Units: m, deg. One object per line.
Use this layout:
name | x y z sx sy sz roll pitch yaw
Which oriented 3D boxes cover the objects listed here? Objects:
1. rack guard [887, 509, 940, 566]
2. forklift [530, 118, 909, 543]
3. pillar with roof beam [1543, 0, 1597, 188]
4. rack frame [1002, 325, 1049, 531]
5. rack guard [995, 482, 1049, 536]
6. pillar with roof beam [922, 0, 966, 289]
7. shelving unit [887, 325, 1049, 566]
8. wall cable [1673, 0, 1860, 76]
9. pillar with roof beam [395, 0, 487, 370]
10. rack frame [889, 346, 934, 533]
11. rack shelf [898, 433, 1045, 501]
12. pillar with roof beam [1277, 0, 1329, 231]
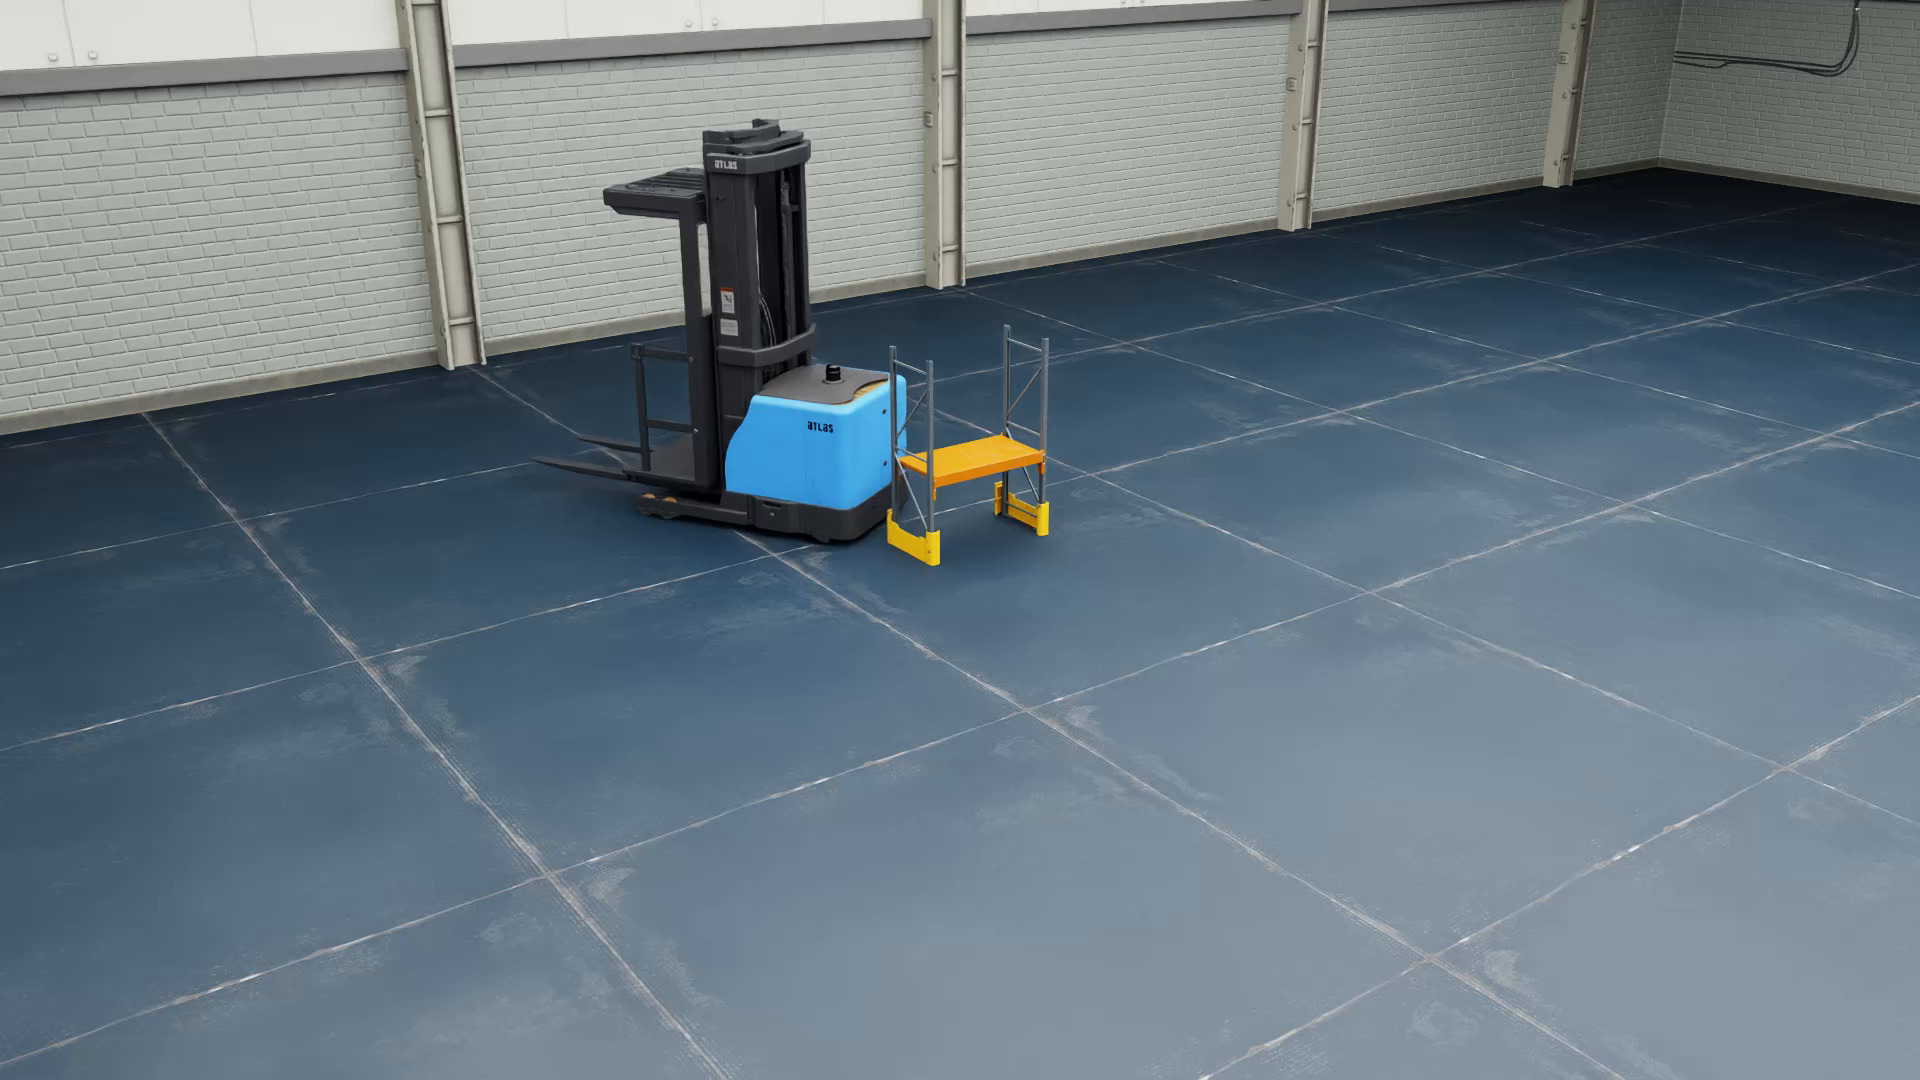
rack guard | -0.342 -0.025 12.121 0.087 0.250 0.587 -15 26 -33
forklift | -1.958 -1.688 12.671 3.031 2.935 1.130 10 24 23
pillar with roof beam | 12.075 -8.571 21.733 0.400 9.000 9.100 -15 26 -33
rack frame | 0.482 -0.825 12.440 0.032 1.500 0.500 -15 26 -33
rack guard | 0.466 -0.240 12.662 0.087 0.250 0.587 -15 26 -33
pillar with roof beam | 2.334 -5.973 15.224 0.400 9.000 9.100 -15 26 -33
shelving unit | 0.062 -0.713 12.160 1.083 1.500 0.587 -15 26 -33
wall cable | 12.725 -8.663 26.155 0.112 2.526 3.097 -15 26 -33
pillar with roof beam | -2.536 -4.675 11.969 0.400 9.000 9.100 -15 26 -33
rack frame | -0.343 -0.605 11.889 0.032 1.500 0.500 -15 26 -33
rack shelf | 0.069 -0.548 12.231 1.000 0.185 0.538 -15 26 -33
pillar with roof beam | 7.205 -7.272 18.478 0.400 9.000 9.100 -15 26 -33
